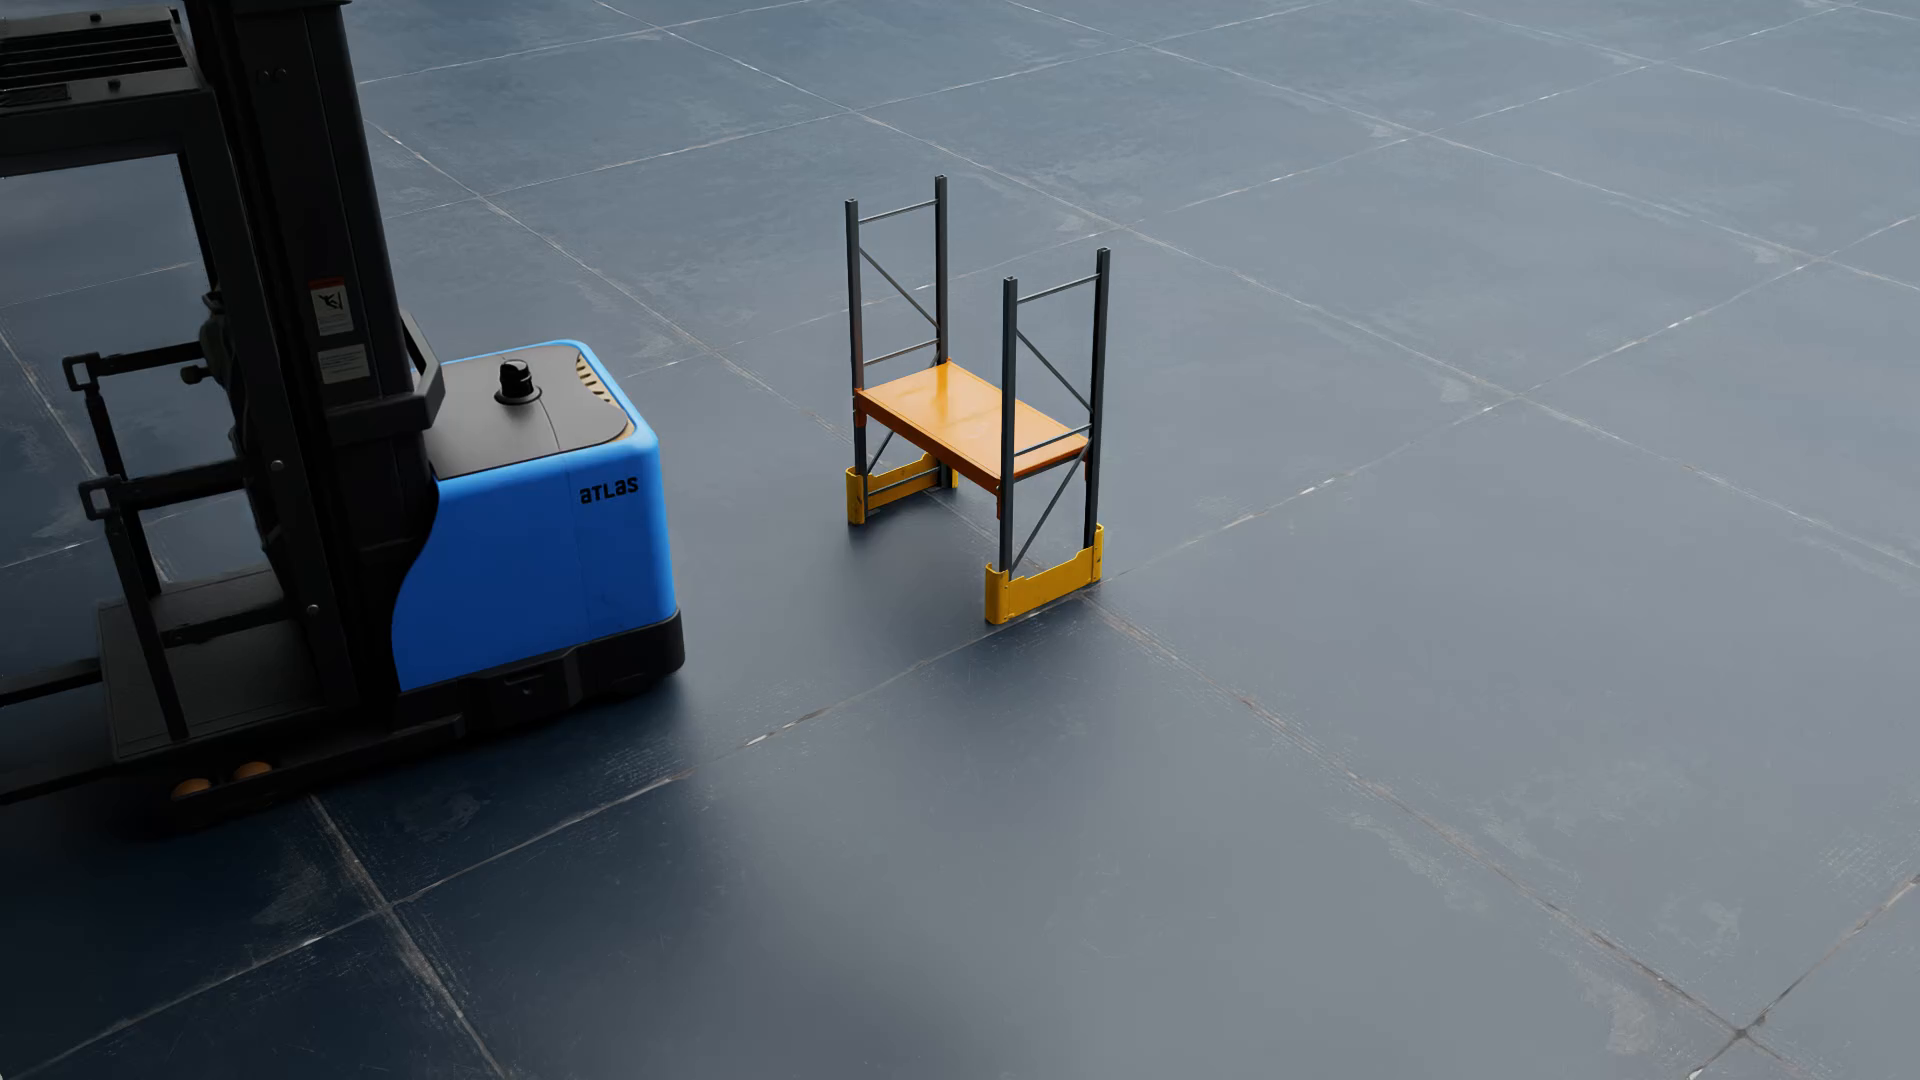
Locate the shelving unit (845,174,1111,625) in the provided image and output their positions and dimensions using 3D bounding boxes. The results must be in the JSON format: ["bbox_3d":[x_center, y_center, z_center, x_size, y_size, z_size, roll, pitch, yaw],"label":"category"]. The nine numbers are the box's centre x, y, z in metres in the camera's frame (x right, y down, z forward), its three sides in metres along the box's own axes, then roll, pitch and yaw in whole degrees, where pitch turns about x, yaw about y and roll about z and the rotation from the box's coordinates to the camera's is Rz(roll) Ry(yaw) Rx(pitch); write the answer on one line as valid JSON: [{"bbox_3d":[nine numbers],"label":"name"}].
[{"bbox_3d":[0.047,-0.605,6.910,0.587,1.500,1.083,-22,38,-31],"label":"shelving unit"}]

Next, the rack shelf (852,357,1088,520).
[{"bbox_3d":[0.052,-0.449,6.999,0.538,0.185,1.000,-22,38,-31],"label":"rack shelf"}]

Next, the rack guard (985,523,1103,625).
[{"bbox_3d":[0.352,0.133,6.905,0.587,0.250,0.087,-22,38,-31],"label":"rack guard"}]

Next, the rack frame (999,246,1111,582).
[{"bbox_3d":[0.364,-0.390,6.563,0.500,1.500,0.032,-22,38,-31],"label":"rack frame"}]

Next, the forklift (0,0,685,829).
[{"bbox_3d":[-2.618,-0.570,5.497,3.031,2.935,1.130,-15,35,-23],"label":"forklift"}]

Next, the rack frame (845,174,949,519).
[{"bbox_3d":[-0.259,-0.813,7.245,0.500,1.500,0.032,-22,38,-31],"label":"rack frame"}]

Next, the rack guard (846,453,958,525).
[{"bbox_3d":[-0.259,-0.282,7.574,0.587,0.250,0.087,-22,38,-31],"label":"rack guard"}]
